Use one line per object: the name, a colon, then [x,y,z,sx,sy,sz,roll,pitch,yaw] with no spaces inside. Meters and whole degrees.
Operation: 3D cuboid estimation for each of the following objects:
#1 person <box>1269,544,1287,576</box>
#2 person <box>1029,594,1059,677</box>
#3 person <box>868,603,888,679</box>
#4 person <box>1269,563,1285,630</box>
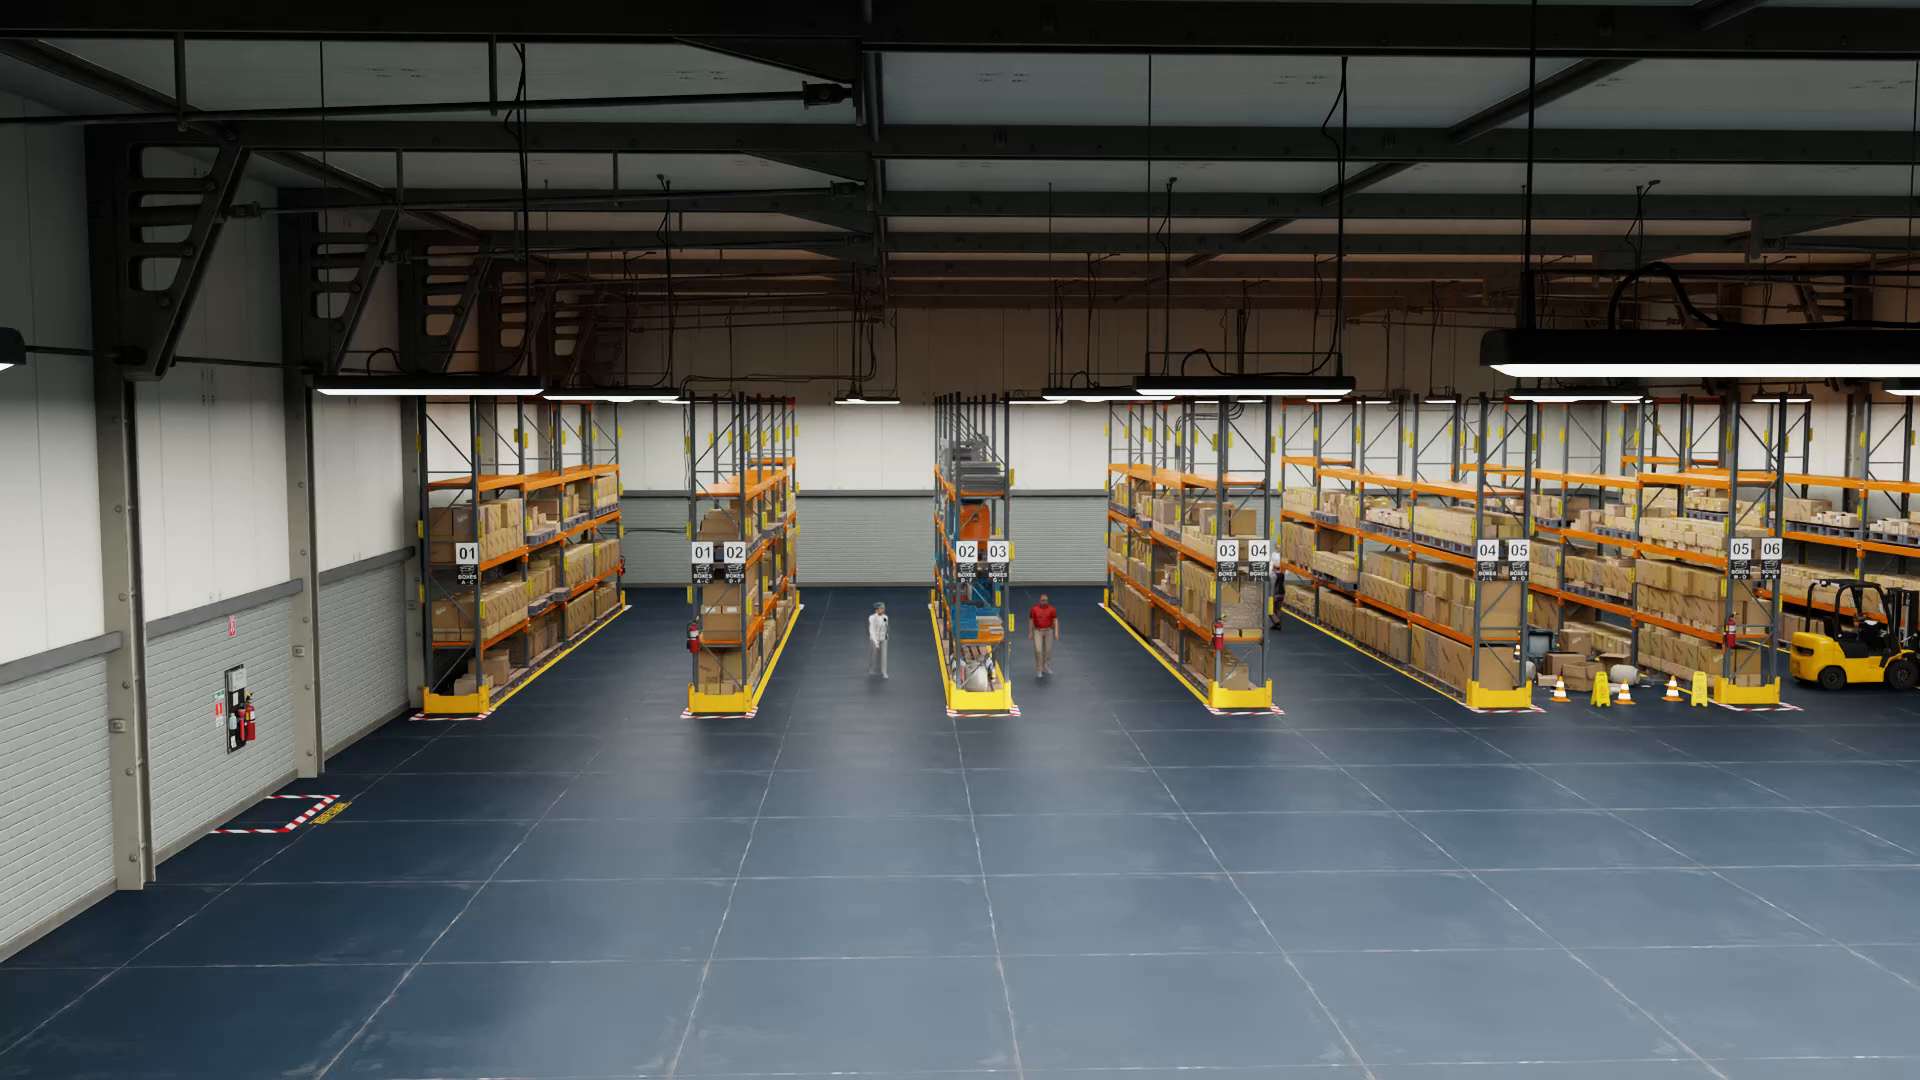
person: [9.505,0.905,49.703,0.515,1.614,1.035,4,6,38]
person: [1.787,2.042,35.475,0.617,1.796,0.518,0,5,-6]
person: [-1.696,2.104,35.098,0.466,1.582,1.067,-1,5,-17]
person: [8.132,1.447,42.670,0.572,1.722,0.437,-4,6,-41]
